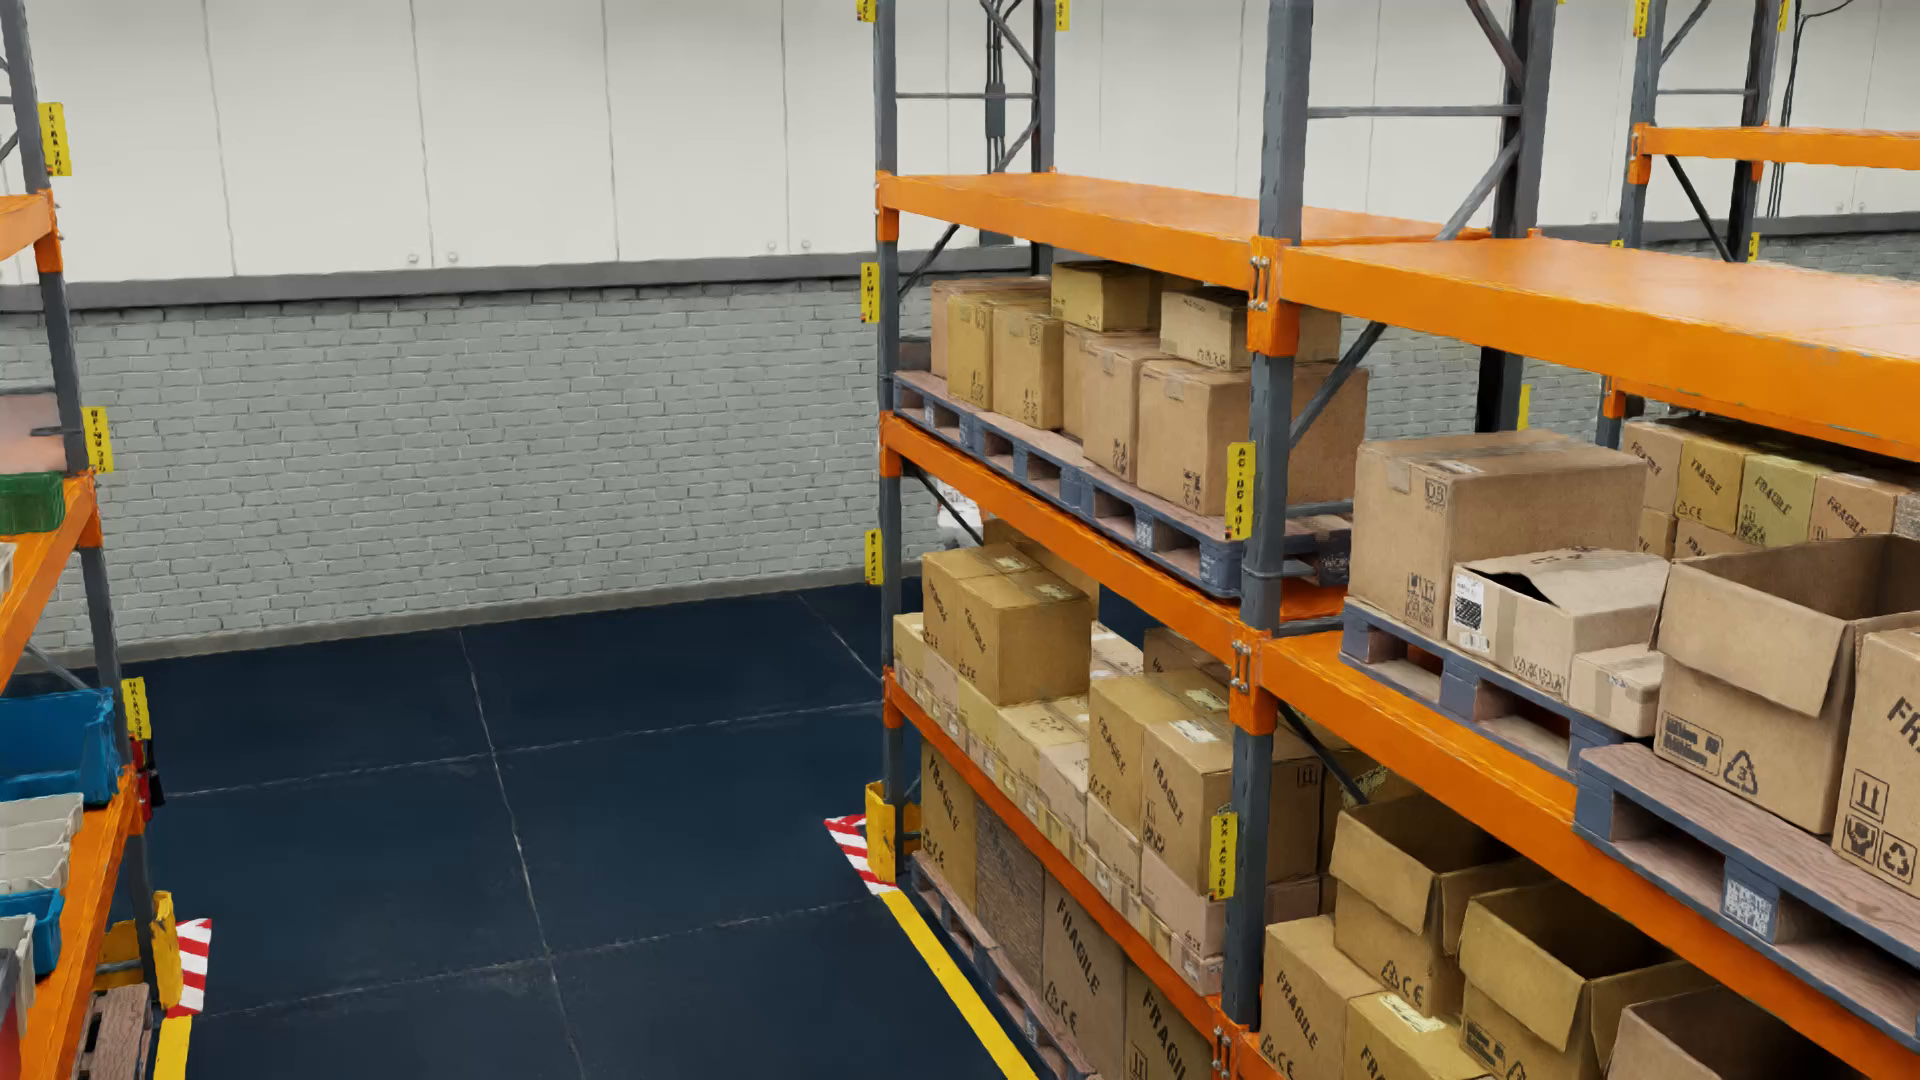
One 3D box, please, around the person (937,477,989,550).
[{"bbox_3d":[0.030,-0.078,14.279,0.588,1.640,0.460,11,19,35],"label":"person"}]
